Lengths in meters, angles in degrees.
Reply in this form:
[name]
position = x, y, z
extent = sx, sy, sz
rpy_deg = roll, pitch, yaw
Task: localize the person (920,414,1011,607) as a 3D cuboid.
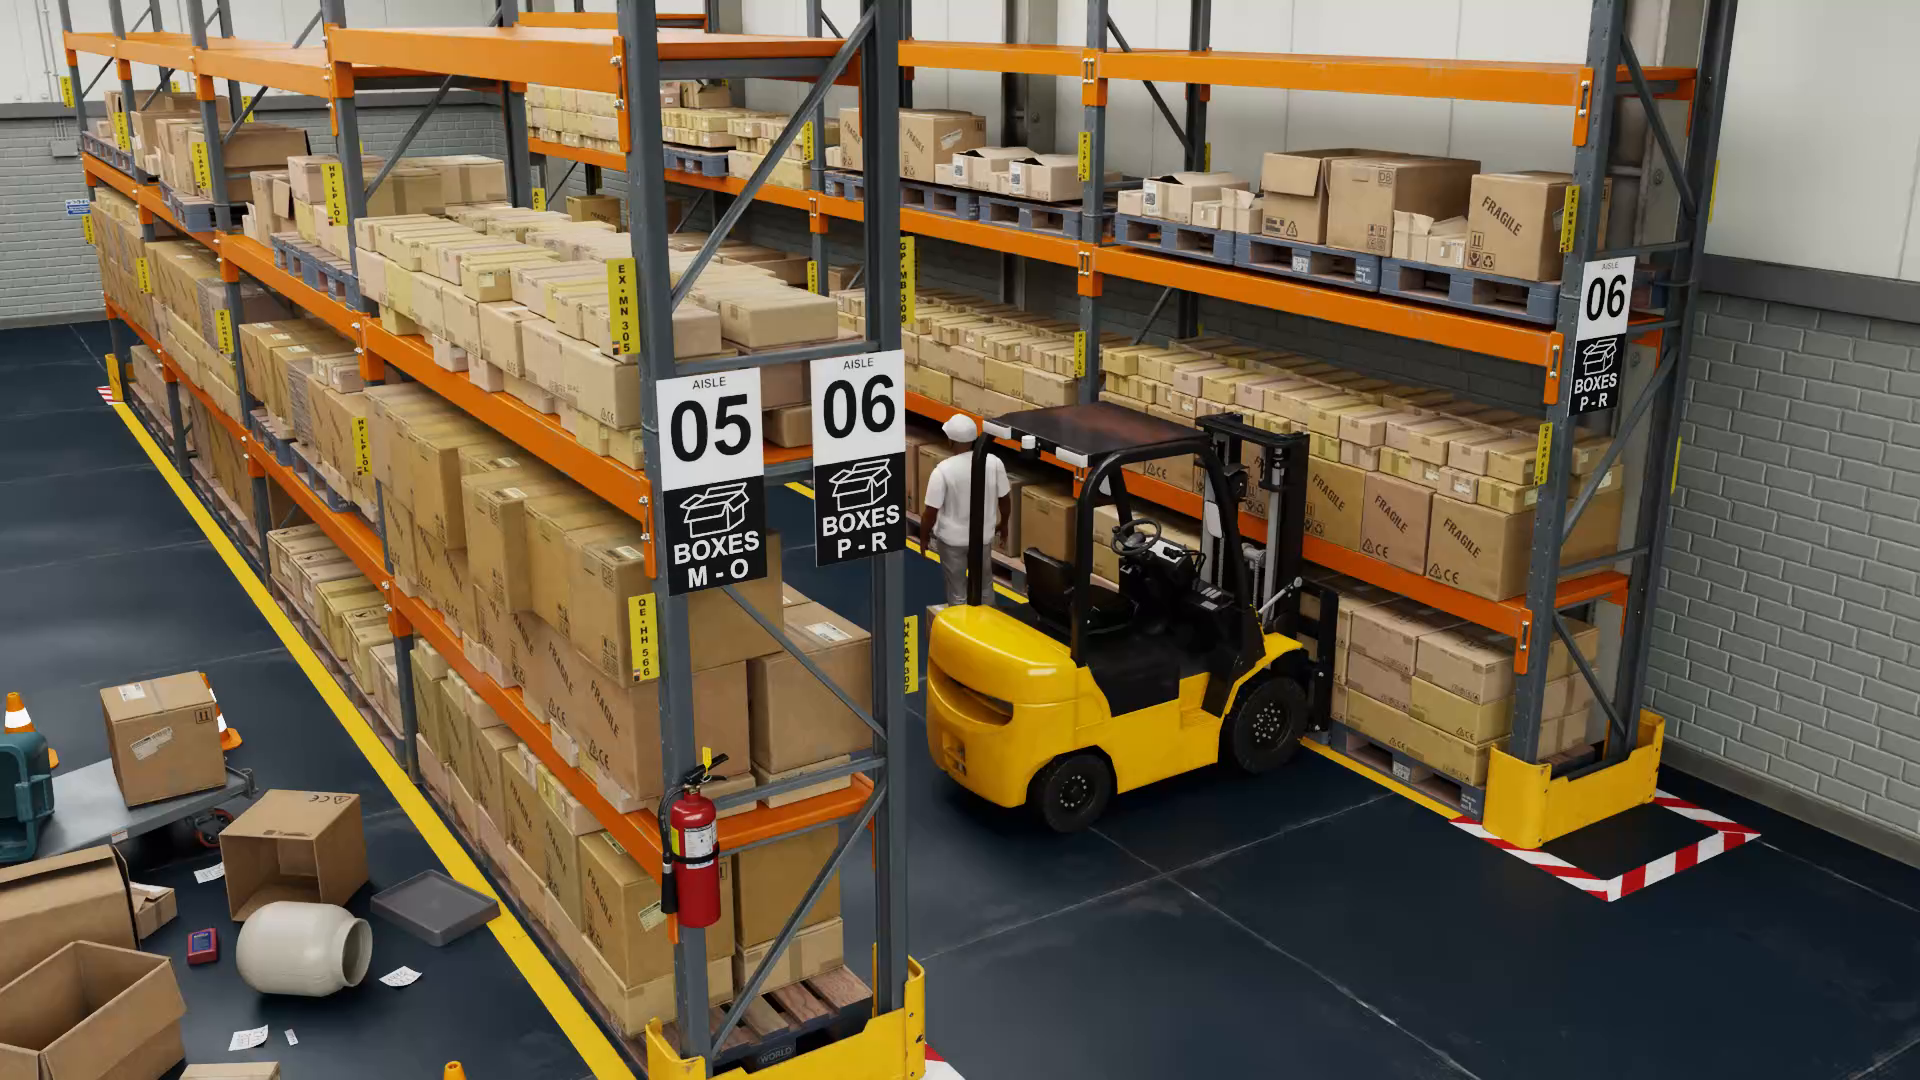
[person]
position = 0.012, -0.051, 11.644
extent = 0.666, 1.765, 0.577
rpy_deg = -6, 19, -19
